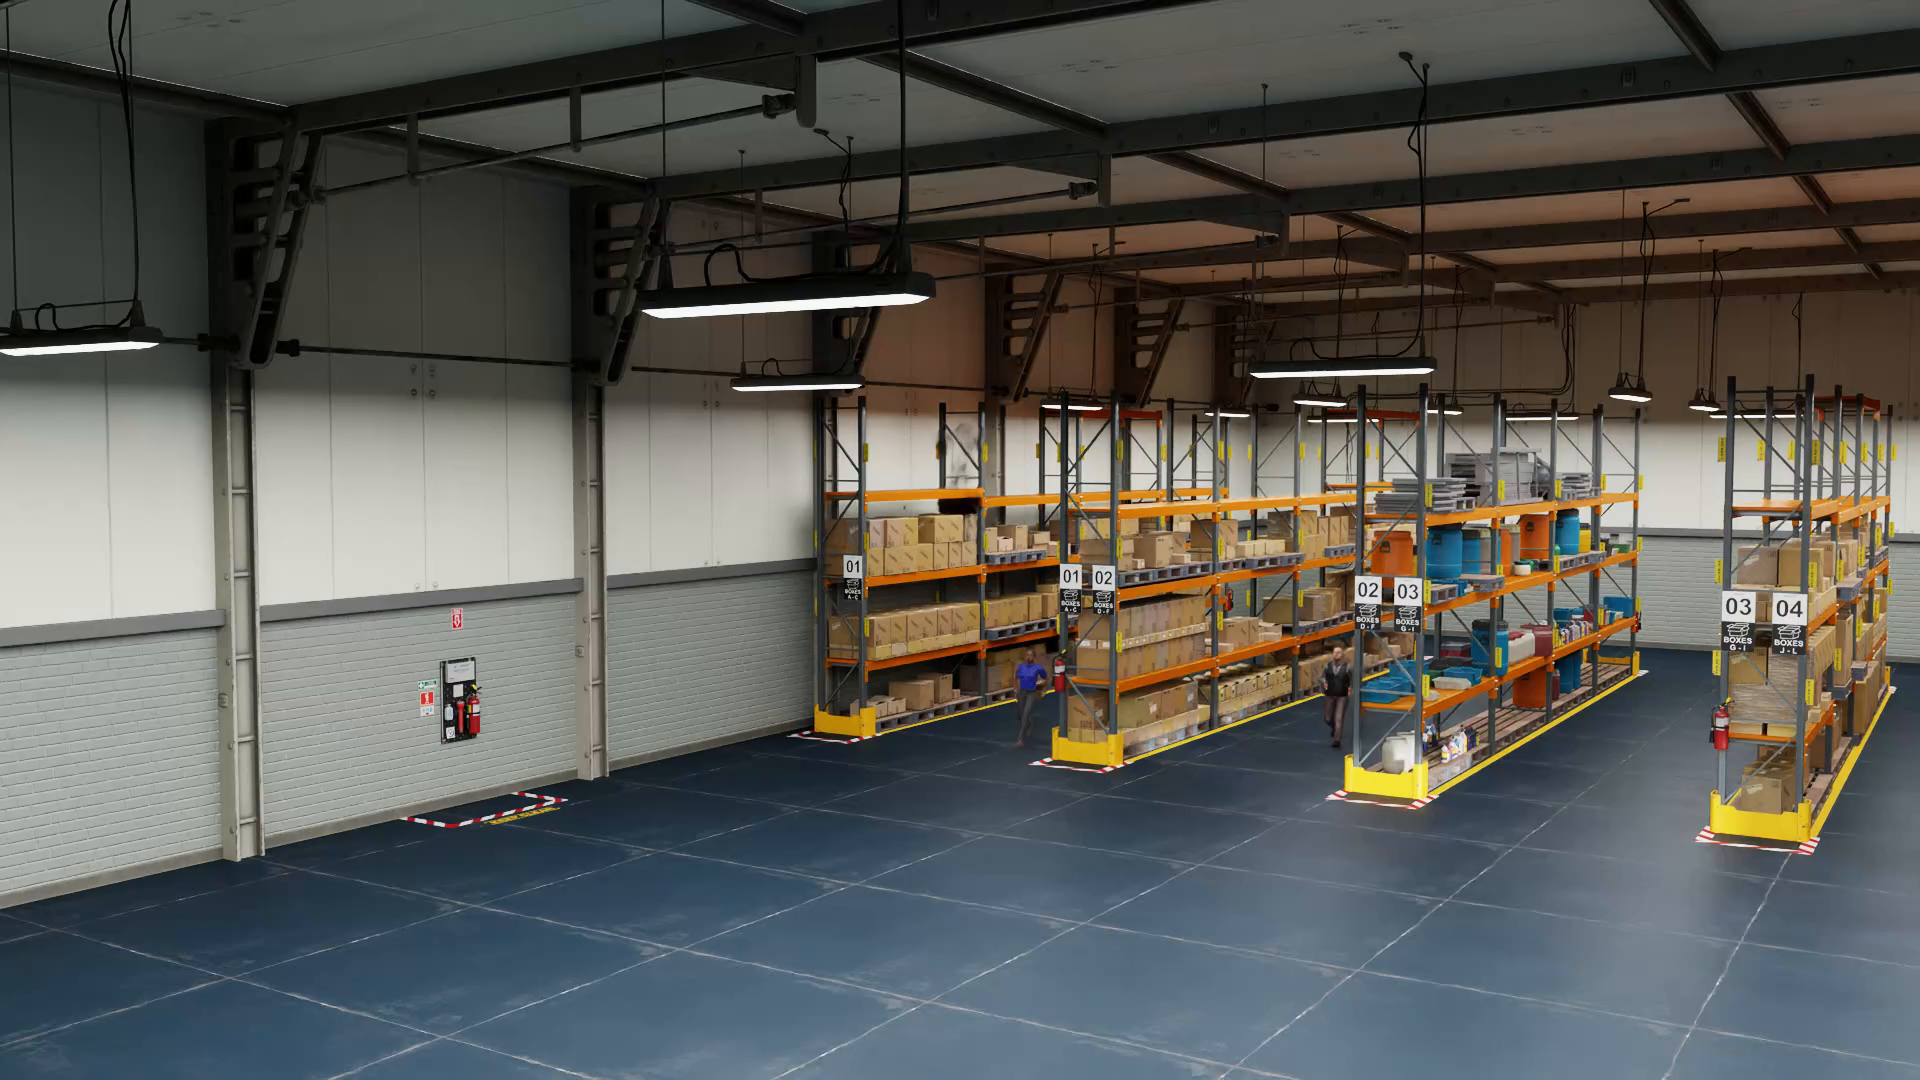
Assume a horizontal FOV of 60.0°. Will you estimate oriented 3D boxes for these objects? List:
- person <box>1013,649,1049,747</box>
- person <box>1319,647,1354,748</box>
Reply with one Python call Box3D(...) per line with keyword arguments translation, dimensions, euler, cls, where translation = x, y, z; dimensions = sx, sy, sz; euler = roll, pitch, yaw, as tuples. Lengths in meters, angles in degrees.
Box3D(translation=(1.207, 2.797, 28.594), dimensions=(0.615, 1.445, 0.809), euler=(1, 3, 23), cls="person")
Box3D(translation=(6.452, 2.673, 28.379), dimensions=(0.669, 1.681, 0.760), euler=(1, 3, 25), cls="person")
